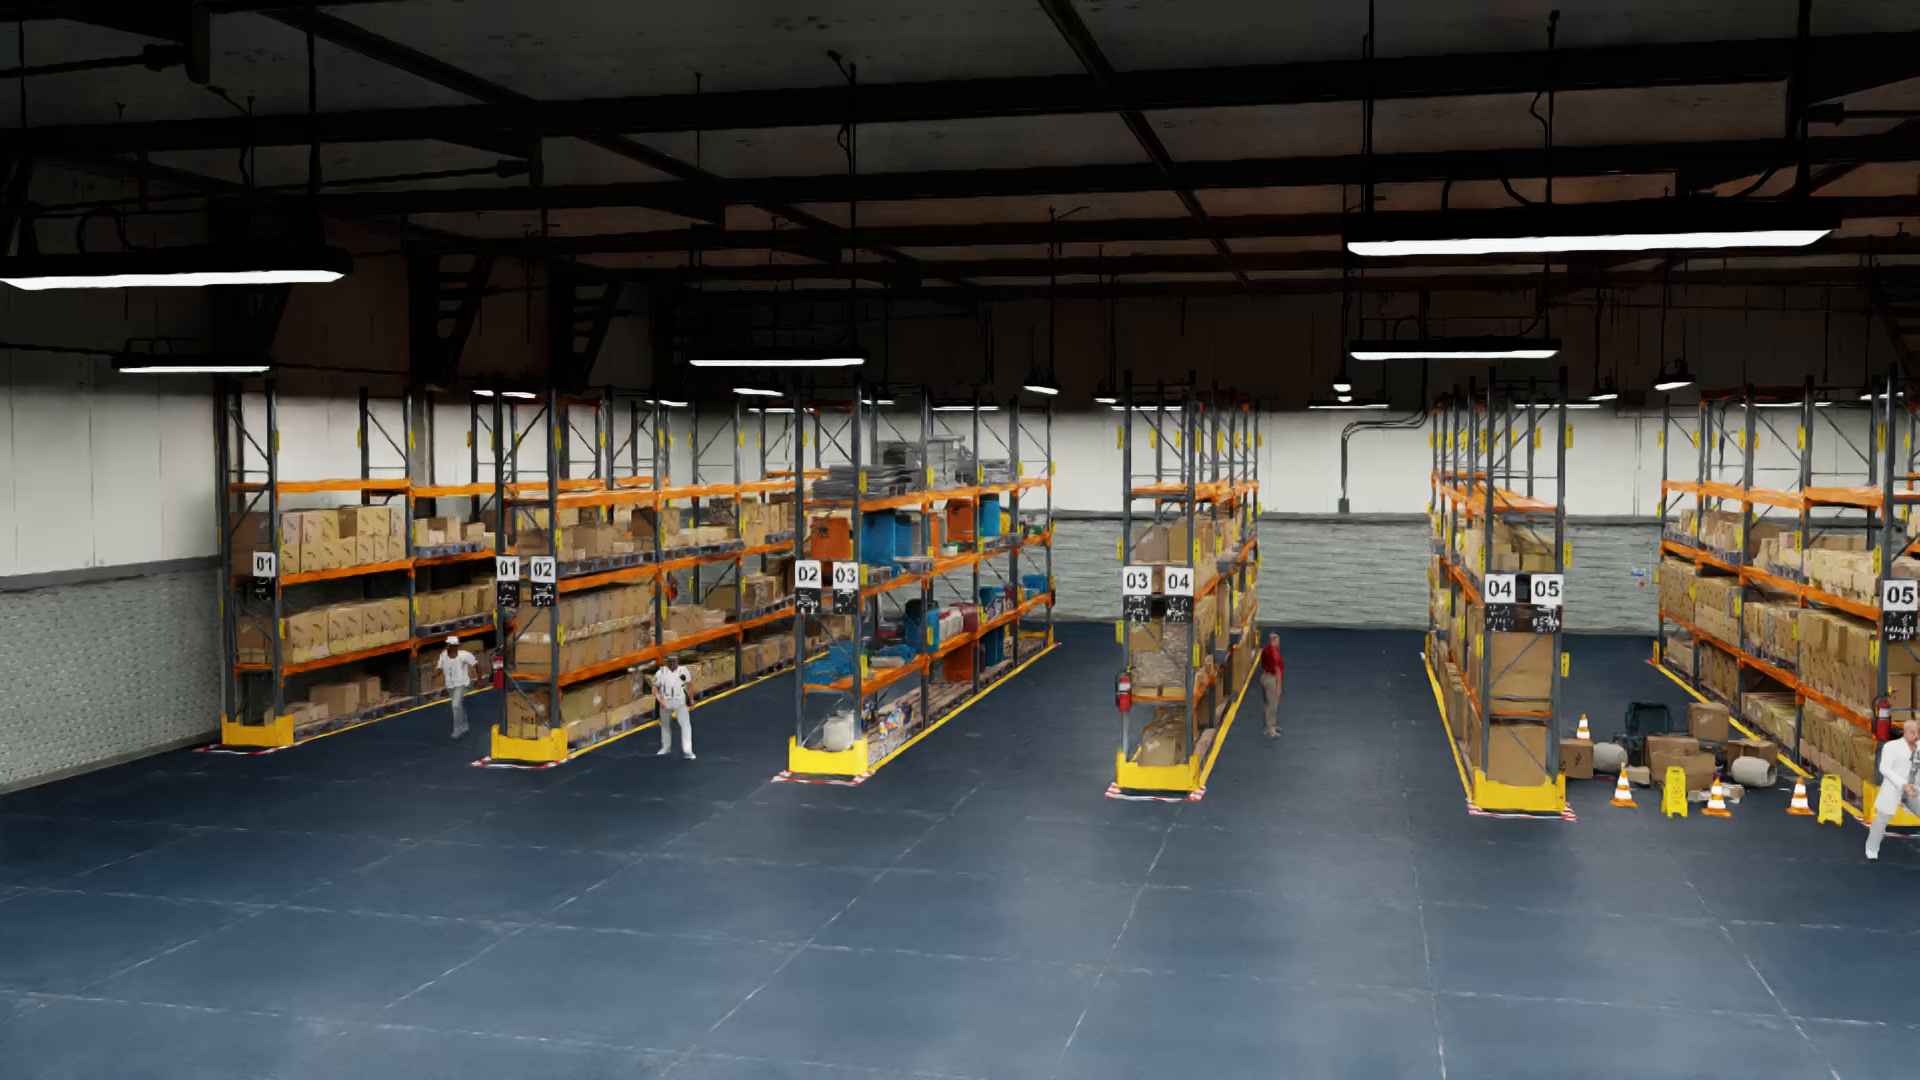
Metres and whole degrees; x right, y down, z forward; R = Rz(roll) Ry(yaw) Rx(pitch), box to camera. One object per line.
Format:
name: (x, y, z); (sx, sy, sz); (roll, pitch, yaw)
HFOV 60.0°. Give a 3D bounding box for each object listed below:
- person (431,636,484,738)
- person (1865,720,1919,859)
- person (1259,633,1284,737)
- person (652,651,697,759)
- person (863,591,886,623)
person: (-8.542, 2.458, 28.209); (0.734, 1.697, 0.835); (1, 4, 19)
person: (11.120, 2.958, 19.612); (0.733, 1.714, 0.873); (0, 3, -6)
person: (5.332, 2.432, 28.169); (0.474, 1.739, 0.628); (-1, 4, -15)
person: (-4.502, 2.573, 26.225); (0.696, 1.694, 0.833); (0, 3, -6)
person: (-2.361, 1.419, 45.355); (0.689, 1.712, 0.810); (0, 3, -5)
